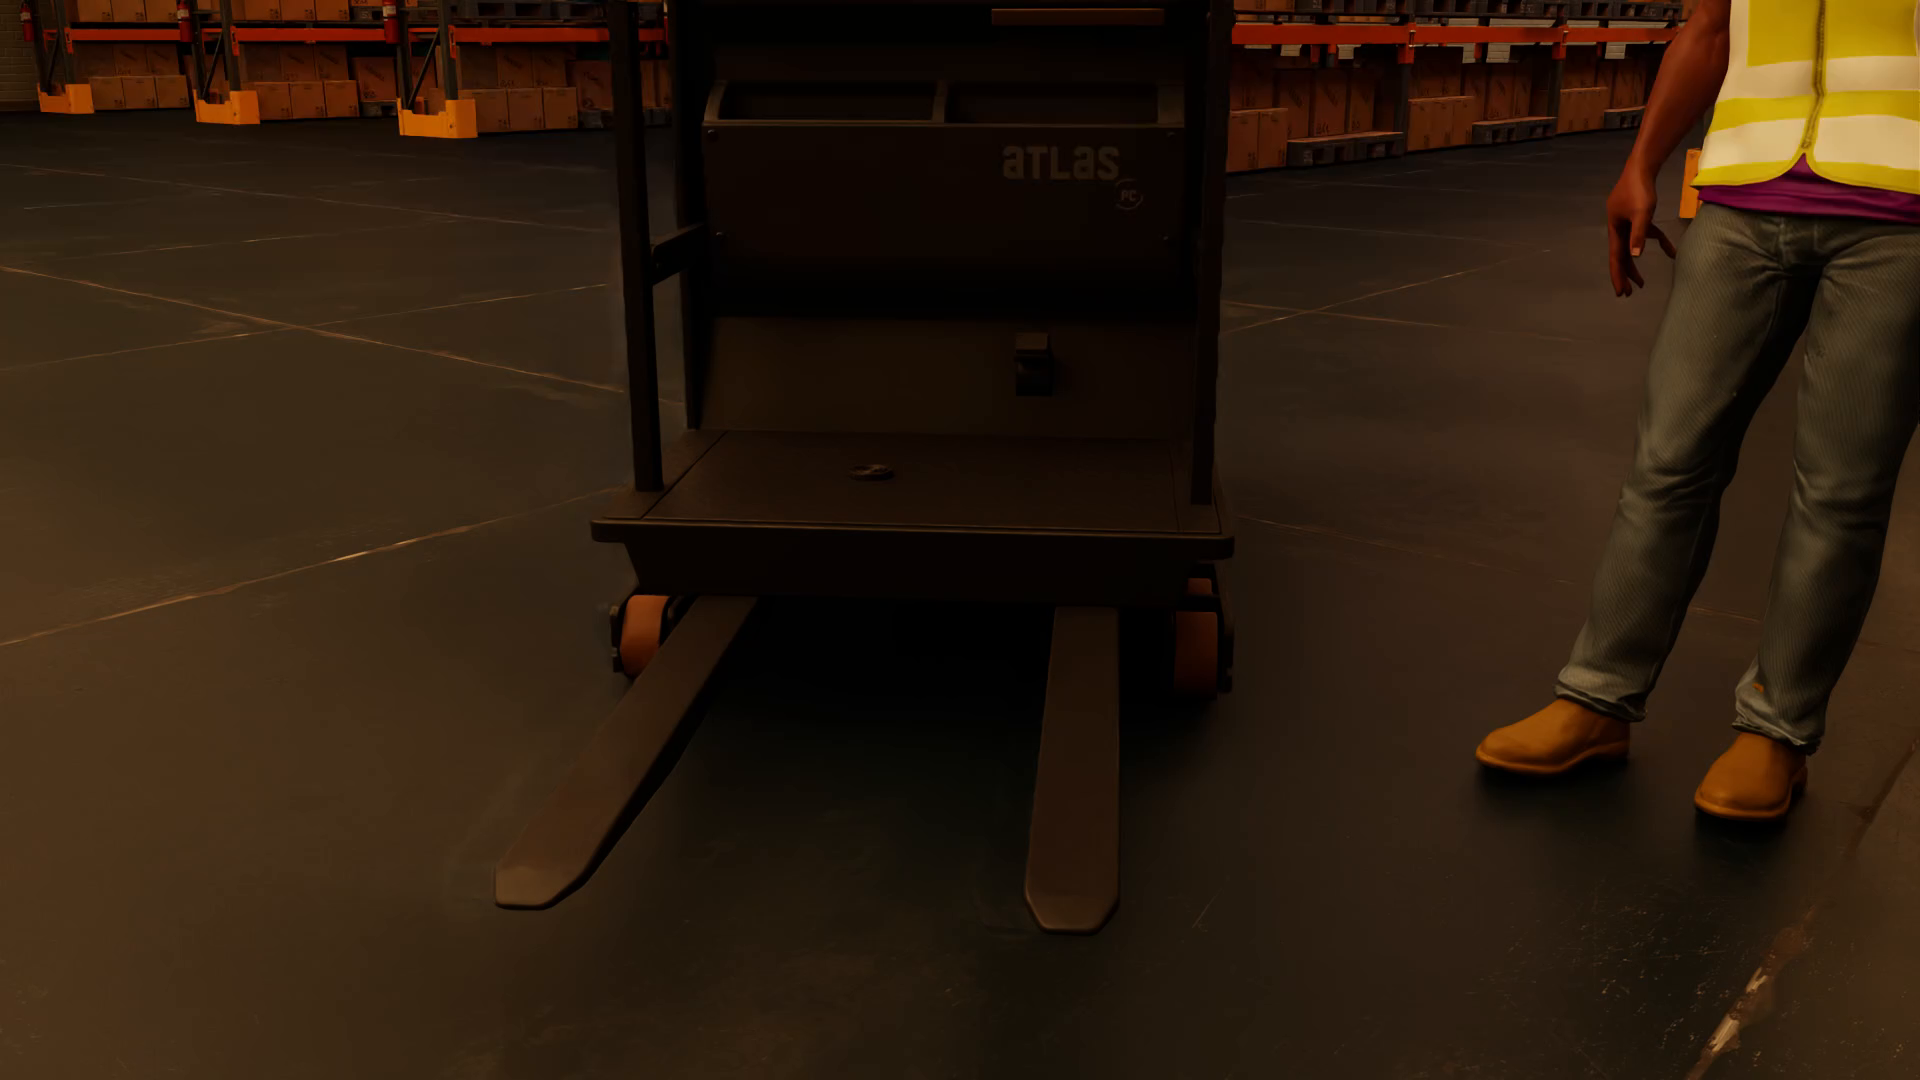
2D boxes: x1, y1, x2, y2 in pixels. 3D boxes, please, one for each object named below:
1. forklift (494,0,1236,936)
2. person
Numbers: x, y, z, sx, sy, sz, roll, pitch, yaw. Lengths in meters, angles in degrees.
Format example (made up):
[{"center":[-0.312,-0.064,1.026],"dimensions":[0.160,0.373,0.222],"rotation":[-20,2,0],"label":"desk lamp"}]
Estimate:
[{"center":[-0.048,-1.215,2.898],"dimensions":[1.130,2.935,3.031],"rotation":[2,17,5],"label":"forklift"},{"center":[1.221,-0.454,2.377],"dimensions":[0.569,1.768,0.668],"rotation":[-14,22,-38],"label":"person"}]
